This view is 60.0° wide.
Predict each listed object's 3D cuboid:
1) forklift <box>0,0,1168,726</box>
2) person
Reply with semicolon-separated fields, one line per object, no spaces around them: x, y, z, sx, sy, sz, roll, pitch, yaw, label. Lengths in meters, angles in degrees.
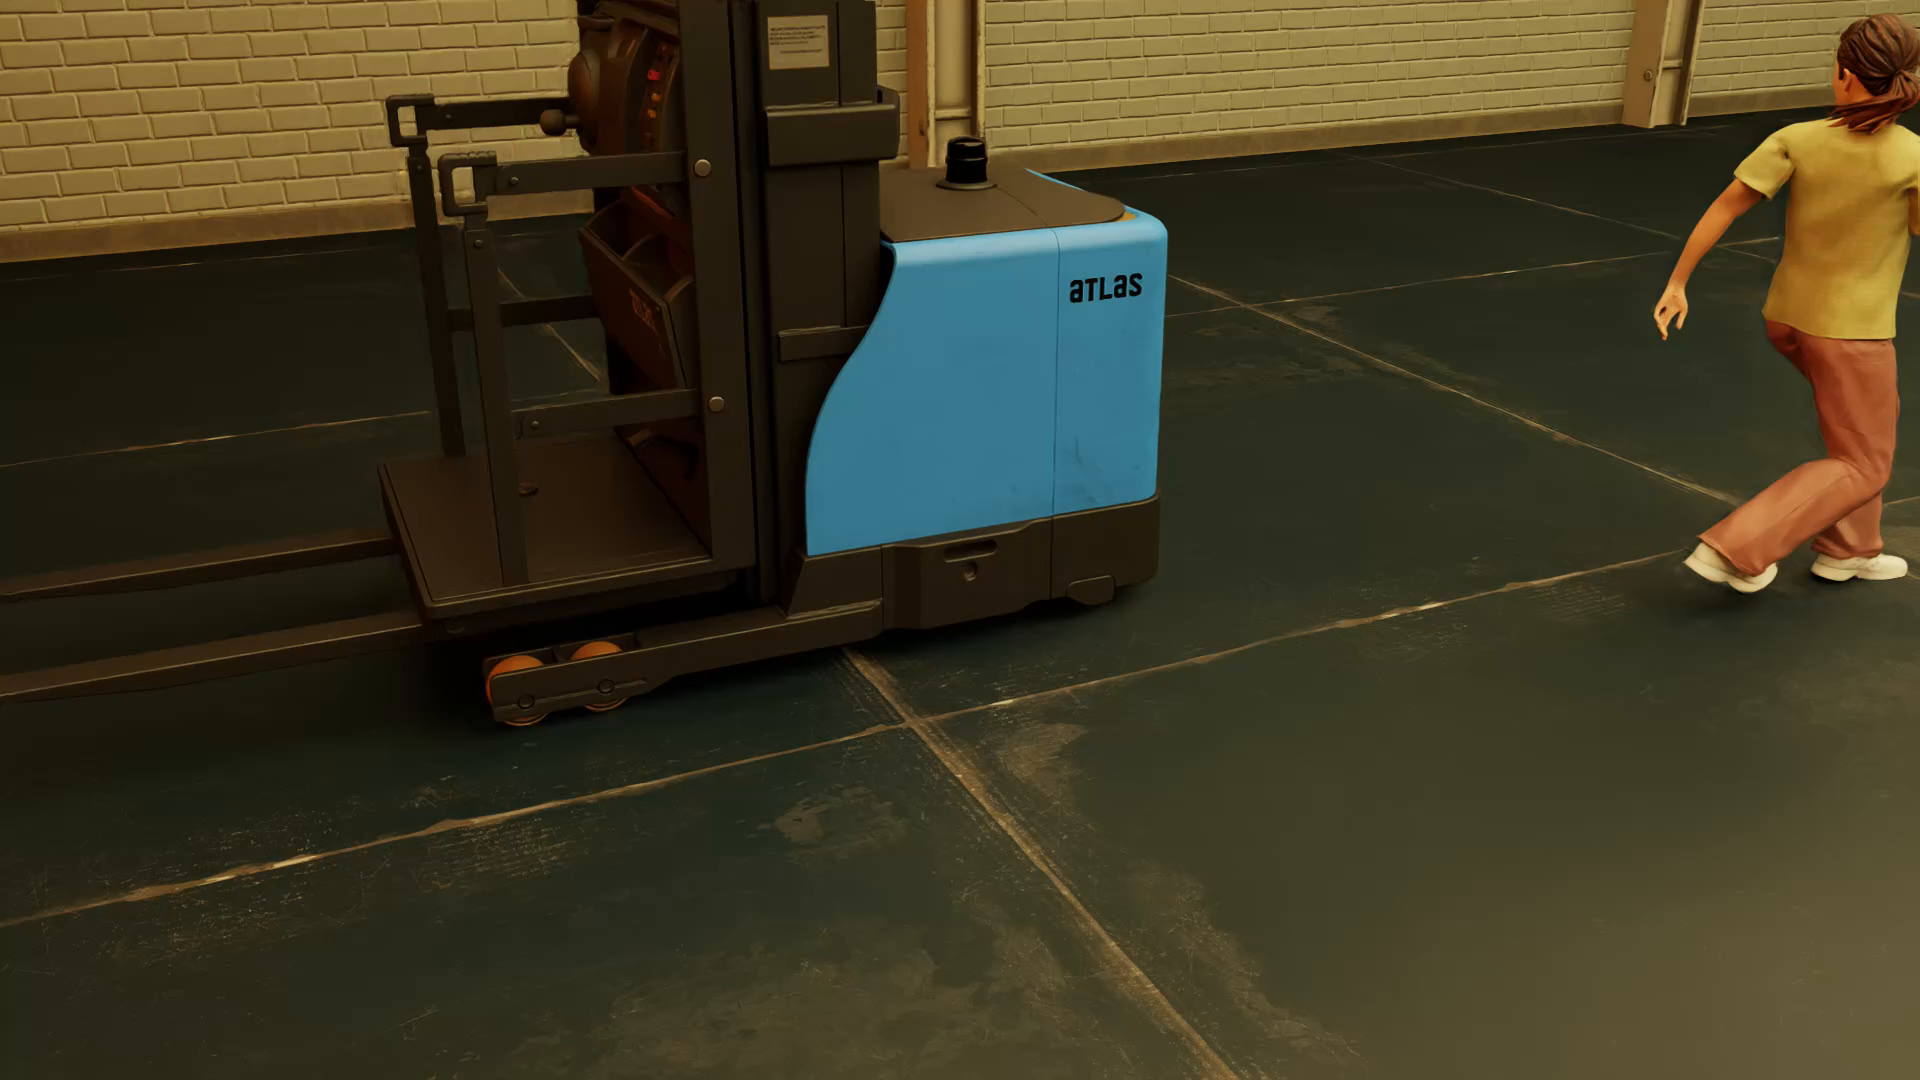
-1.005;-1.133;4.015;3.031;2.935;1.130;-10;24;-22;forklift
2.367;-0.599;4.510;0.838;1.589;0.495;-7;24;-17;person
